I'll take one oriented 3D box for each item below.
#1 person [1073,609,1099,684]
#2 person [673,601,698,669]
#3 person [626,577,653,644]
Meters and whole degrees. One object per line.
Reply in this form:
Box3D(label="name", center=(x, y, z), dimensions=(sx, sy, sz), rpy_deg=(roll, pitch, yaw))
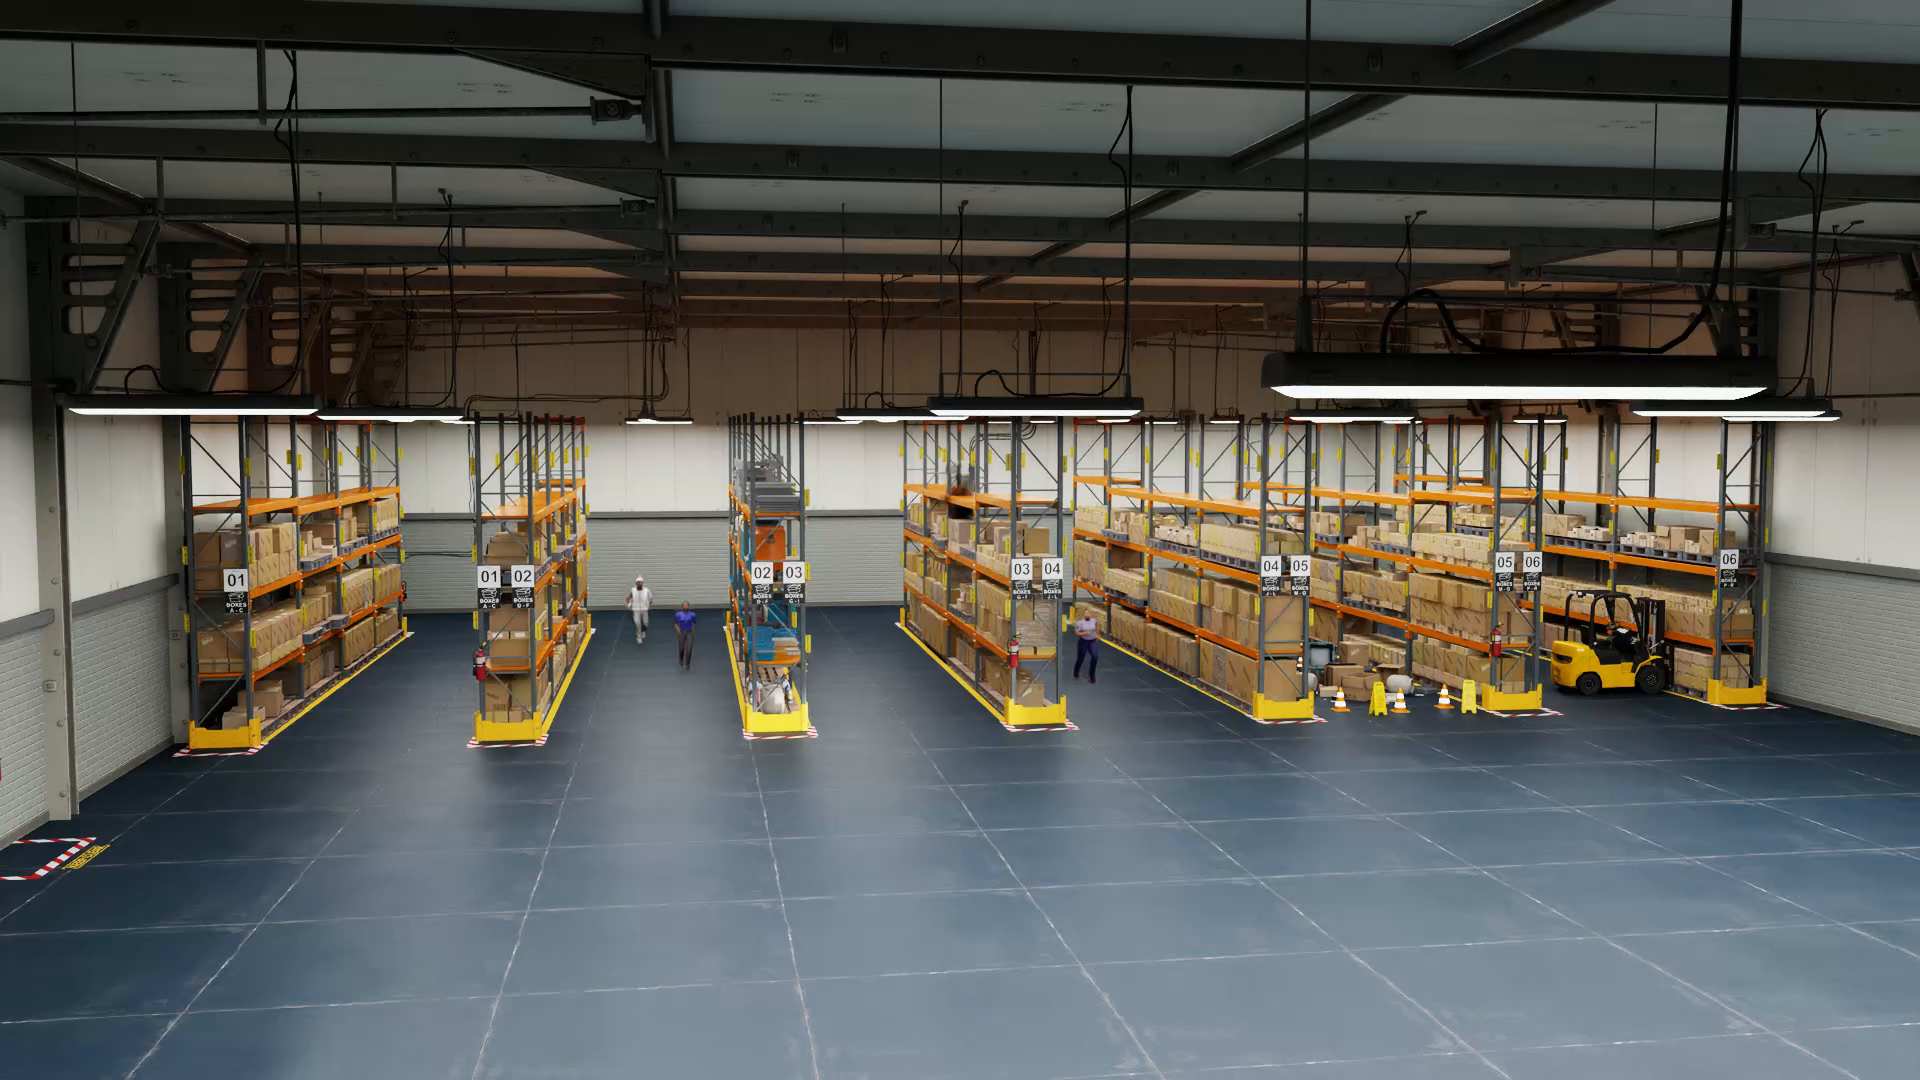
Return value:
Box3D(label="person", center=(2.851, 2.374, 37.338), dimensions=(0.608, 1.692, 0.859), rpy_deg=(-1, 4, -12))
Box3D(label="person", center=(-6.463, 2.248, 39.253), dimensions=(0.571, 1.608, 0.572), rpy_deg=(-1, 4, -14))
Box3D(label="person", center=(-8.474, 1.861, 43.991), dimensions=(0.695, 1.750, 0.818), rpy_deg=(-1, 4, -16))
